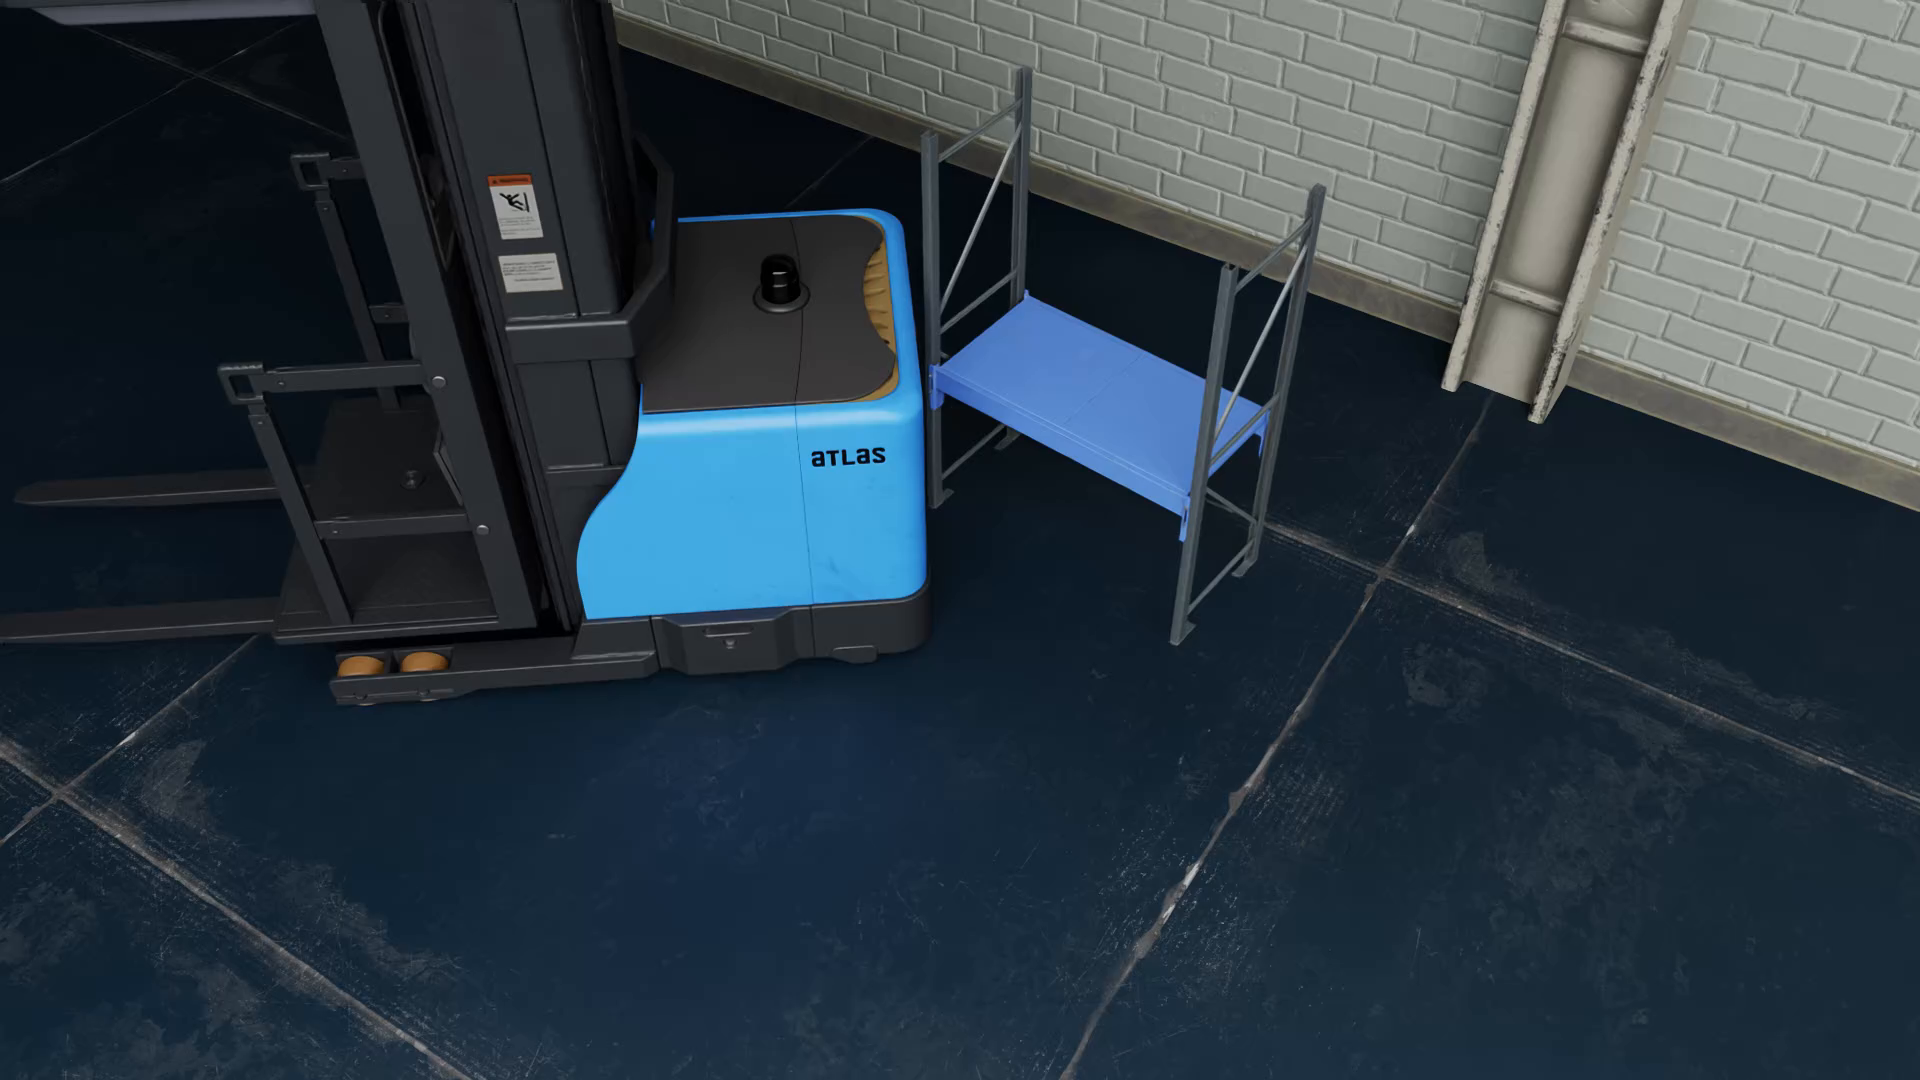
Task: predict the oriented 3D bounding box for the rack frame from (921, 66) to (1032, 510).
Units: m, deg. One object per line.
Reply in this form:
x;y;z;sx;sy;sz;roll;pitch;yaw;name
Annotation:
0.054;-0.775;5.458;0.032;1.500;0.500;30;53;26;rack frame

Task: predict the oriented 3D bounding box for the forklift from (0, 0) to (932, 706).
-1.638;-0.898;4.579;3.031;2.935;1.130;-4;46;-4;forklift

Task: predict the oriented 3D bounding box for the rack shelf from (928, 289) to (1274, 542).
0.452;-0.423;5.366;1.000;0.185;0.538;30;53;26;rack shelf

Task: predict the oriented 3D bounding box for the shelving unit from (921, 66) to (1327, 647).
0.452;-0.549;5.237;1.048;1.500;0.538;30;53;26;shelving unit

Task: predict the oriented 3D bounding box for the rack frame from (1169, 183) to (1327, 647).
0.850;-0.322;5.017;0.032;1.500;0.500;30;53;26;rack frame

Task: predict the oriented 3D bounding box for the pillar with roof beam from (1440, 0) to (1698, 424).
-0.252;-1.134;0.578;0.400;9.000;9.100;25;51;22;pillar with roof beam
